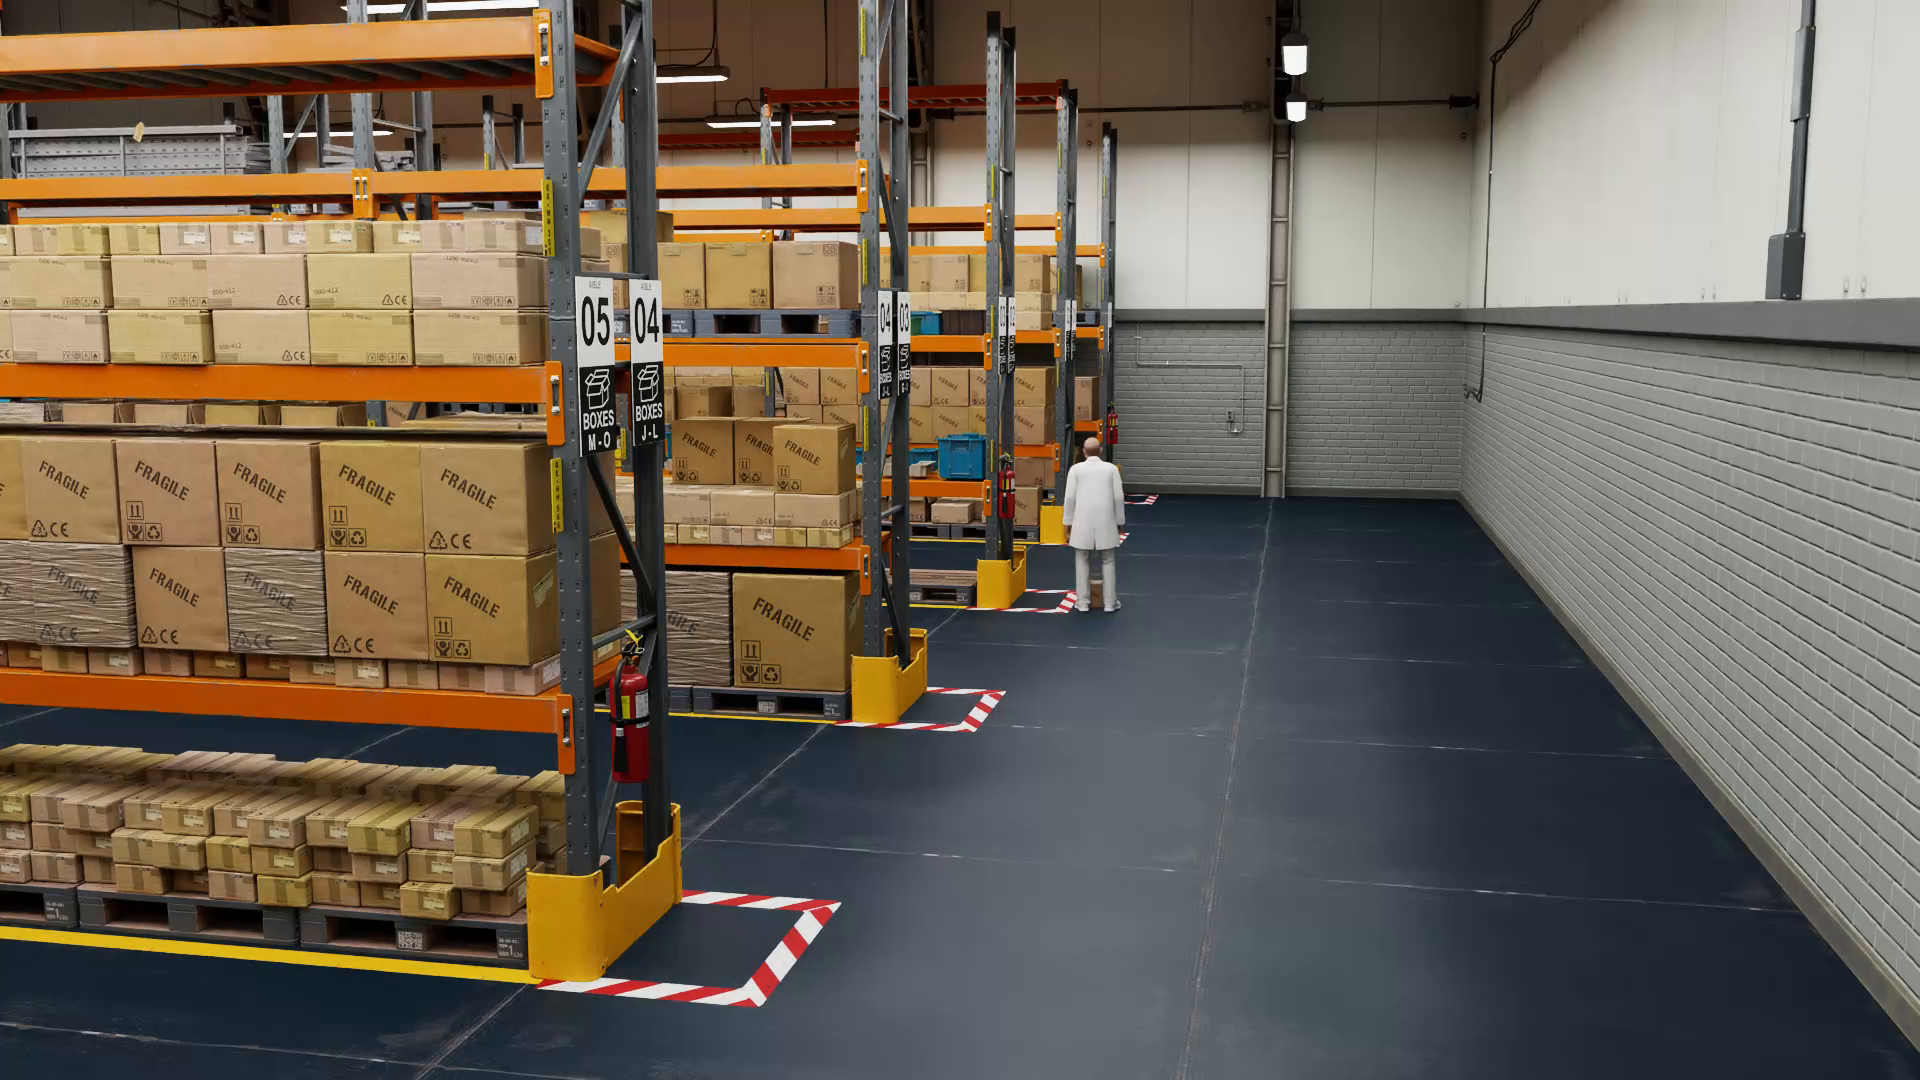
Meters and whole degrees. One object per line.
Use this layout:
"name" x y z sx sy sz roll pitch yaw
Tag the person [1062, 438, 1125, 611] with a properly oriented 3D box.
"person" 1.370 -0.158 17.021 0.644 1.772 0.429 0 8 2
